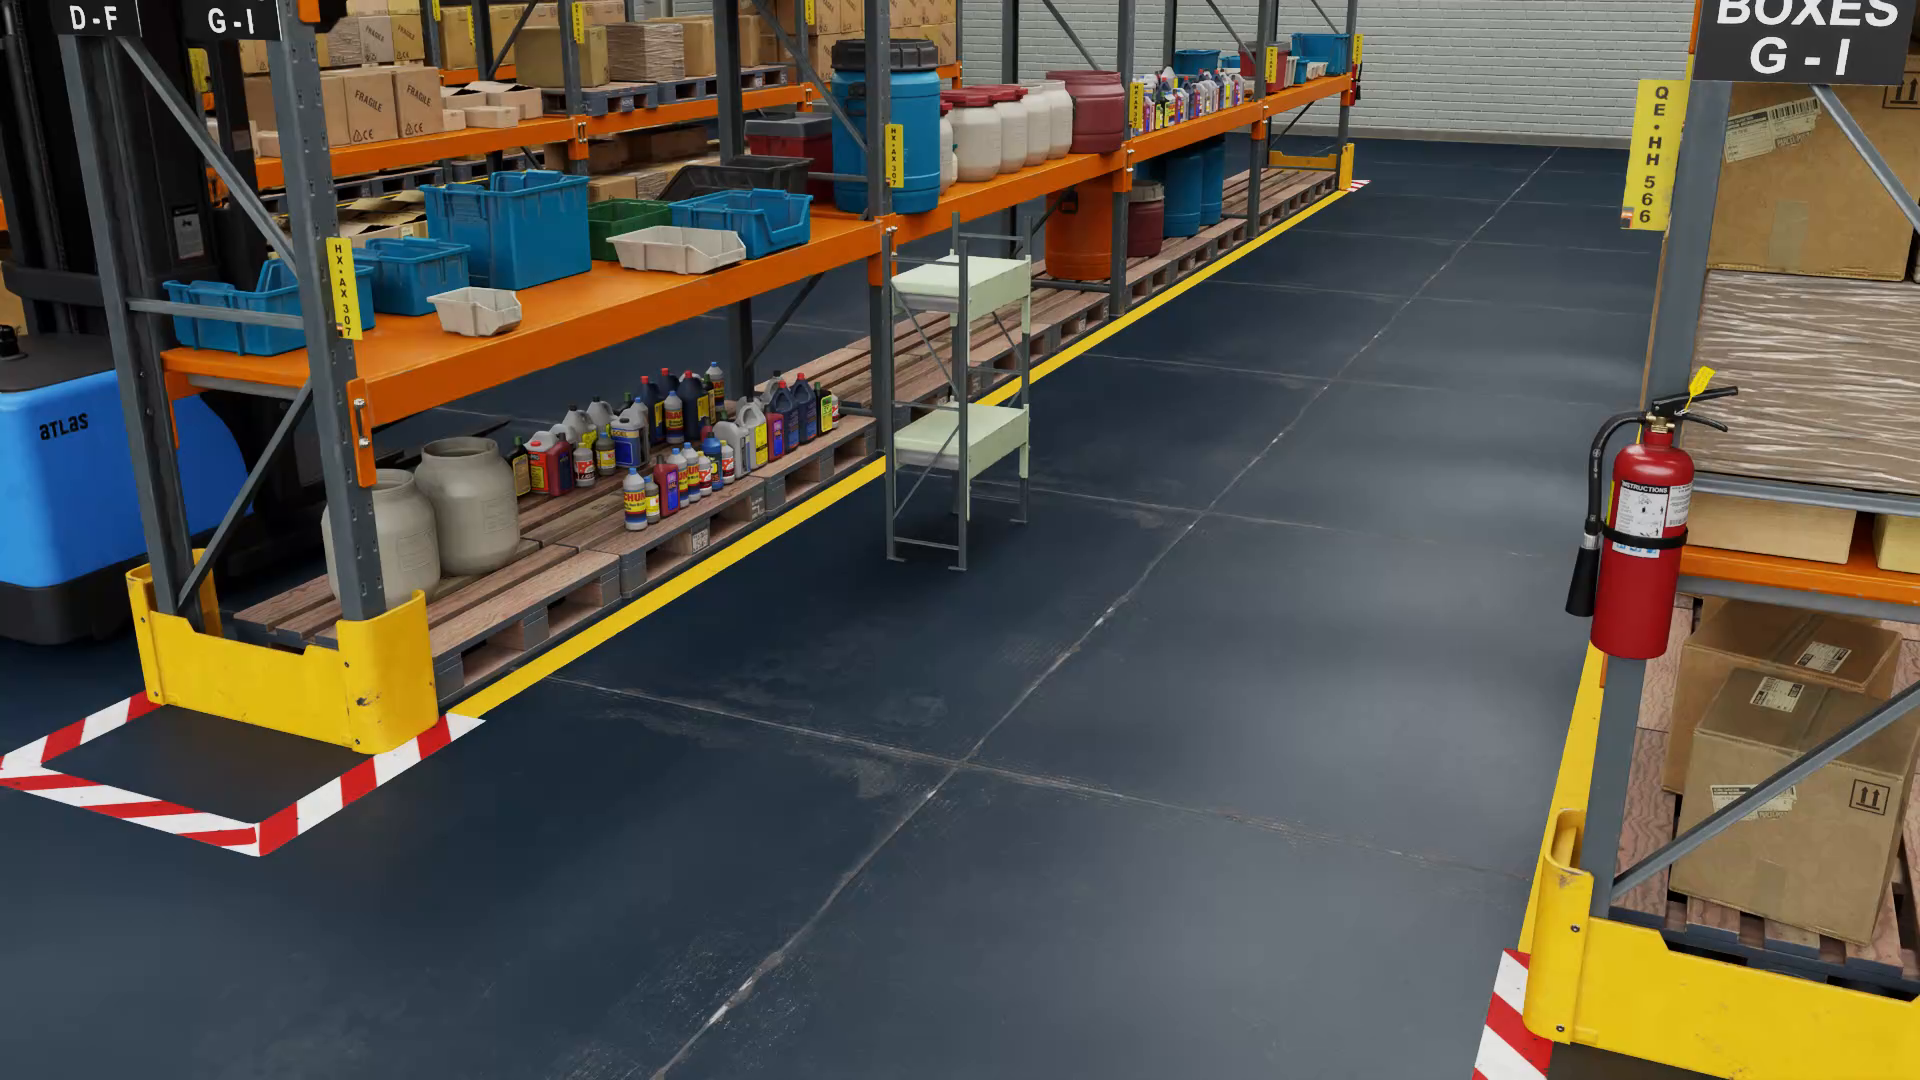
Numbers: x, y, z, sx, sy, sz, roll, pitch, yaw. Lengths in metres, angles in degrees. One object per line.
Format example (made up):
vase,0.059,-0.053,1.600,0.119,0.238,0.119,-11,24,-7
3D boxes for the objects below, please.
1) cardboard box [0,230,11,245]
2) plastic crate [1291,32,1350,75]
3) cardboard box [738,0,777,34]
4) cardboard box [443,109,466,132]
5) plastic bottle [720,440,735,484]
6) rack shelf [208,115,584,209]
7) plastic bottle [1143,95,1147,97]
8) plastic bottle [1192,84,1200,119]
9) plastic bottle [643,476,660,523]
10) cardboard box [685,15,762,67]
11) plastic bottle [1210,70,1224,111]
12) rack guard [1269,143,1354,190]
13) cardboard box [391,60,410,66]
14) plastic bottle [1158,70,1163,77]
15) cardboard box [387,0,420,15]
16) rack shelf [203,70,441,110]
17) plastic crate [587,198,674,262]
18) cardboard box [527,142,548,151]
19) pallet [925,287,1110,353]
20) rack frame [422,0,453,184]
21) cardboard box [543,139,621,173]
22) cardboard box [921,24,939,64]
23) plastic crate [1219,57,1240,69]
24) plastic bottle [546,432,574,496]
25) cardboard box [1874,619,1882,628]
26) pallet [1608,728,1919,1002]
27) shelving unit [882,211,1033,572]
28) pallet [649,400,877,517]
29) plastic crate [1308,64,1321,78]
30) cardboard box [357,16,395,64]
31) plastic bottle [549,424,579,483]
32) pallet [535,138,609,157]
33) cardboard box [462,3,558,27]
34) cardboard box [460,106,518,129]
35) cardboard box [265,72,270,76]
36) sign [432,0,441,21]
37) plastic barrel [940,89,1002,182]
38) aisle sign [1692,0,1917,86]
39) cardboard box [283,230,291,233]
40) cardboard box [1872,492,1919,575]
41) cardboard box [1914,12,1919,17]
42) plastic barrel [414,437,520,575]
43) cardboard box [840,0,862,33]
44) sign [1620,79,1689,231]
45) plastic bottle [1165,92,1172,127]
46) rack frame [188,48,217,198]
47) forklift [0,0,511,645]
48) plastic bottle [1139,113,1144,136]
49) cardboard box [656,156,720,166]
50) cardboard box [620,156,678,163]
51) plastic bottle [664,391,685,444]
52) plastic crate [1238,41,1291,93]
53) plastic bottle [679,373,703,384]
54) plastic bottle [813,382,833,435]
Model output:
cardboard box,-6.035,-1.661,10.522,0.500,0.500,0.500,9,21,23
plastic crate,4.103,-5.563,18.992,0.616,0.435,0.499,9,21,23
cardboard box,-2.115,-5.812,18.195,0.500,0.500,0.500,9,21,23
cardboard box,-4.194,-3.365,13.330,0.380,0.149,0.250,10,22,27
plastic bottle,-1.149,-0.384,8.091,0.097,0.201,0.097,0,20,0
rack shelf,-4.542,-2.931,12.807,1.077,0.370,4.000,9,21,23
plastic bottle,1.473,-3.409,13.271,0.097,0.271,0.097,0,20,0
plastic bottle,2.006,-3.749,14.207,0.061,0.283,0.133,9,21,23
plastic bottle,-1.413,-0.187,7.537,0.097,0.201,0.097,0,20,0
cardboard box,-2.484,-5.235,17.436,0.700,0.500,0.500,2,20,4
plastic bottle,2.278,-4.018,14.863,0.144,0.351,0.185,9,21,23
rack guard,4.068,-4.477,19.813,1.175,0.500,0.348,9,21,23
cardboard box,-6.568,-5.451,19.165,0.380,0.149,0.250,9,21,24
plastic bottle,1.893,-4.315,15.799,0.061,0.283,0.133,9,21,23
cardboard box,-6.564,-6.155,19.057,0.500,0.250,0.500,9,22,24
rack shelf,-7.425,-4.832,18.154,1.077,0.370,4.000,9,21,23
plastic crate,-1.657,-1.502,8.031,0.450,0.188,0.662,9,21,23
cardboard box,-5.786,-5.327,21.575,0.700,0.500,0.500,9,22,24
pallet,0.441,-1.655,12.308,1.003,0.211,1.213,9,21,23
rack frame,-6.606,-5.783,19.752,1.000,3.000,0.127,9,21,23
cardboard box,-3.535,-3.600,15.570,0.500,0.250,0.500,9,22,25
cardboard box,-0.592,-6.041,20.329,0.500,0.500,0.500,9,21,23
plastic crate,3.006,-5.071,17.911,0.416,0.233,0.300,9,21,23
plastic bottle,-1.904,-0.363,7.910,0.061,0.283,0.133,9,21,23
cardboard box,3.064,0.175,6.103,0.500,0.500,0.500,7,21,18
pallet,2.433,0.972,4.921,1.003,0.211,1.213,9,21,23
shelving unit,-0.003,-0.705,7.712,0.431,1.500,0.755,9,21,23
pallet,-1.157,-0.464,8.959,1.003,0.211,1.213,9,21,23
plastic crate,3.769,-5.189,18.388,0.396,0.136,0.243,9,21,23
cardboard box,-6.765,-5.646,18.746,0.500,0.500,0.500,9,21,23
plastic bottle,-1.945,-0.416,8.071,0.152,0.276,0.135,8,21,21
pallet,-5.224,-5.436,22.940,1.003,0.211,1.213,9,21,23
cardboard box,-5.776,-6.534,21.417,0.980,0.700,0.700,7,21,20
cardboard box,-3.840,-3.450,13.568,0.380,0.149,0.250,9,21,23
cardboard box,-7.397,-4.917,17.663,0.380,0.149,0.250,9,21,24
sign,-6.107,-6.219,19.371,0.100,0.325,0.005,9,21,23
plastic barrel,0.048,-2.528,10.399,0.433,0.535,0.433,0,20,0
aisle sign,1.738,-1.322,3.331,0.394,0.787,0.004,9,21,23
cardboard box,-5.250,-2.148,12.172,0.500,0.311,0.500,9,22,24
cardboard box,2.371,-0.011,3.899,0.380,0.149,0.250,9,21,23
cardboard box,3.538,-1.628,5.985,0.500,0.500,0.500,9,21,23
plastic barrel,-2.077,-0.146,6.988,0.421,0.512,0.421,0,20,0
cardboard box,-1.425,-5.886,18.400,0.500,0.500,0.500,8,21,21
sign,1.539,-0.852,3.689,0.100,0.325,0.005,9,21,23
plastic bottle,1.677,-3.512,13.560,0.097,0.271,0.097,0,20,0
rack frame,-5.361,-2.659,10.968,1.000,3.000,0.127,9,21,23
forklift,-3.409,-1.419,7.584,1.130,2.935,3.031,9,21,23
plastic bottle,1.378,-3.256,12.945,0.097,0.201,0.097,0,20,0
cardboard box,-2.648,-3.484,16.364,0.500,0.500,0.500,8,21,21
cardboard box,-3.133,-3.548,16.544,0.500,0.500,0.500,8,21,21
plastic bottle,-1.502,-0.649,8.732,0.097,0.271,0.097,0,20,0
plastic crate,3.026,-4.720,16.580,0.402,0.464,0.583,9,21,23
plastic bottle,-1.482,-0.762,9.043,0.152,0.276,0.135,9,22,25
plastic bottle,-0.740,-0.713,8.894,0.061,0.283,0.133,10,22,25
